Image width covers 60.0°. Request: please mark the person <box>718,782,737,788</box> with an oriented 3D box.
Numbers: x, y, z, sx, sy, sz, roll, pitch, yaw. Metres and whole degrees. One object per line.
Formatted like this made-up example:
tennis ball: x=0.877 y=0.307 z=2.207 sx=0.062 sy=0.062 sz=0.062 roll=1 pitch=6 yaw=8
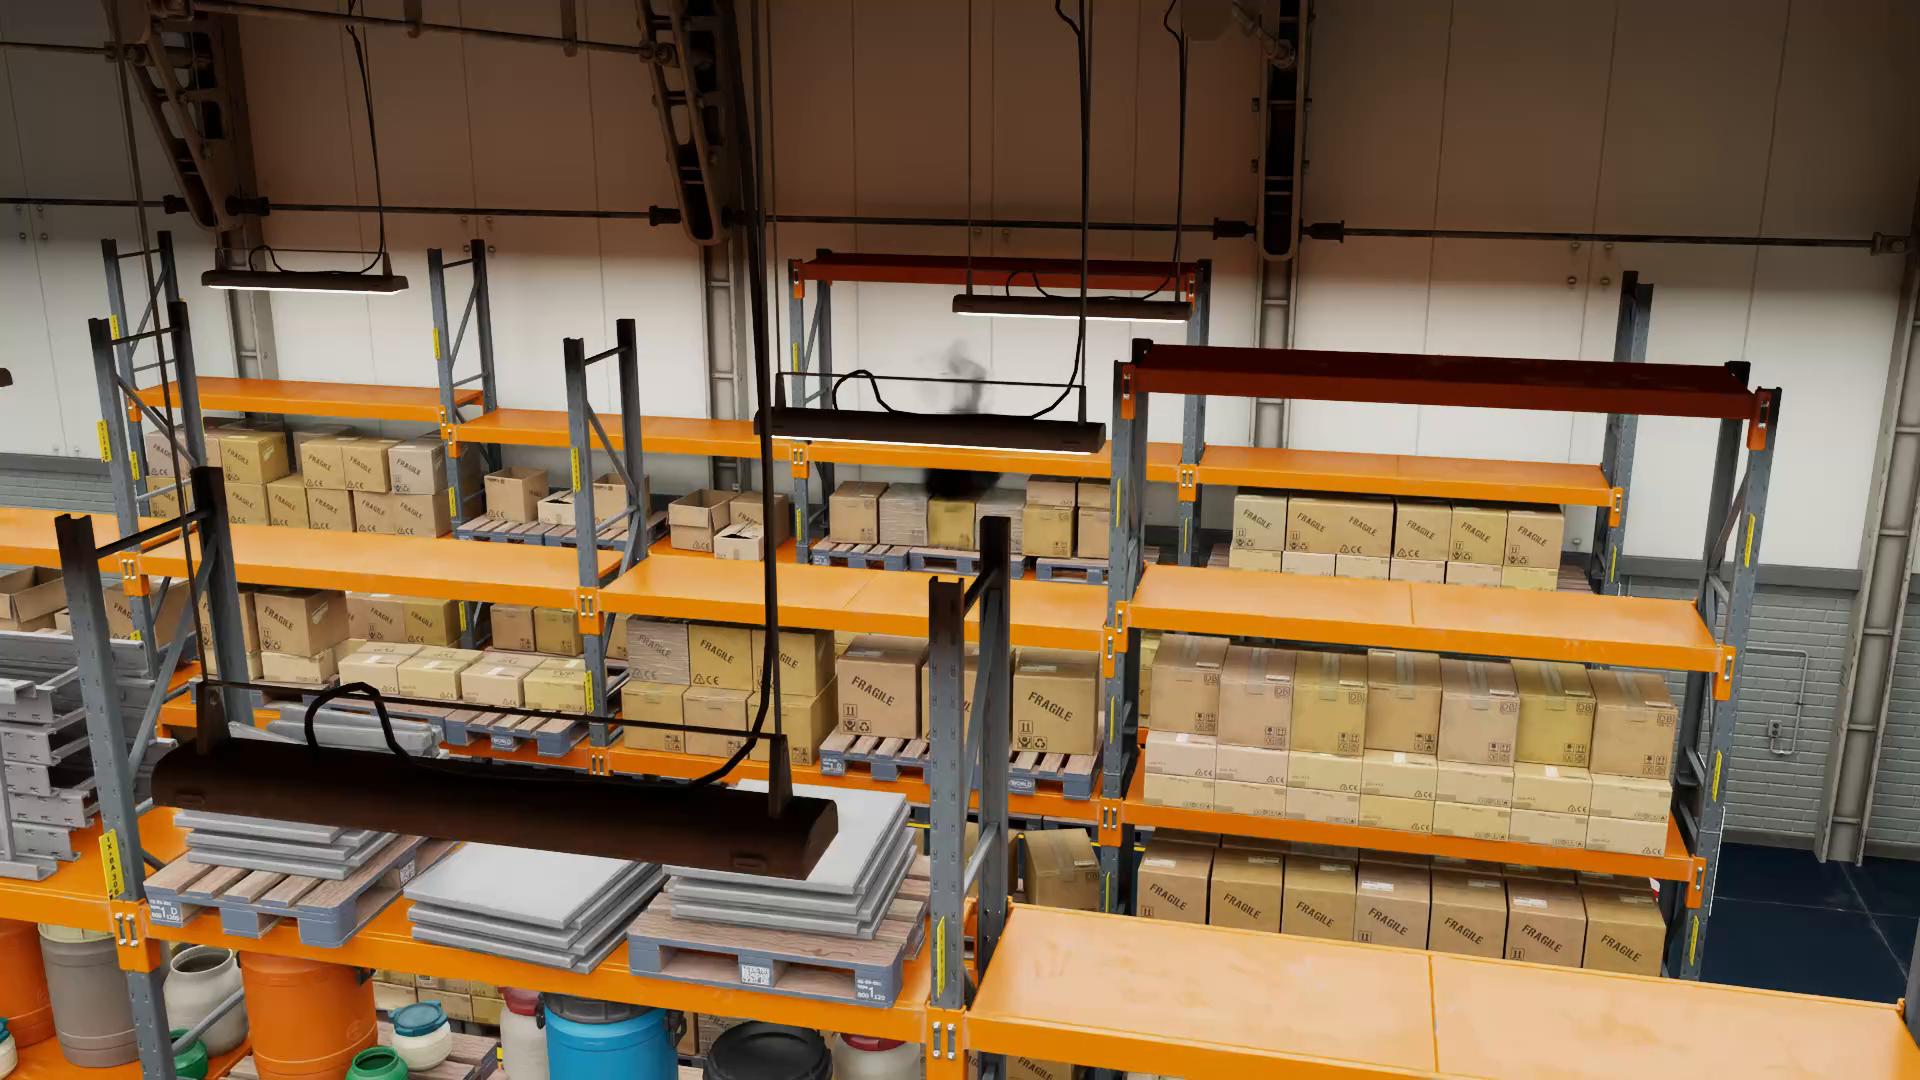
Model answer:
person: x=-2.132 y=2.402 z=15.920 sx=0.902 sy=1.843 sz=0.697 roll=1 pitch=16 yaw=5
